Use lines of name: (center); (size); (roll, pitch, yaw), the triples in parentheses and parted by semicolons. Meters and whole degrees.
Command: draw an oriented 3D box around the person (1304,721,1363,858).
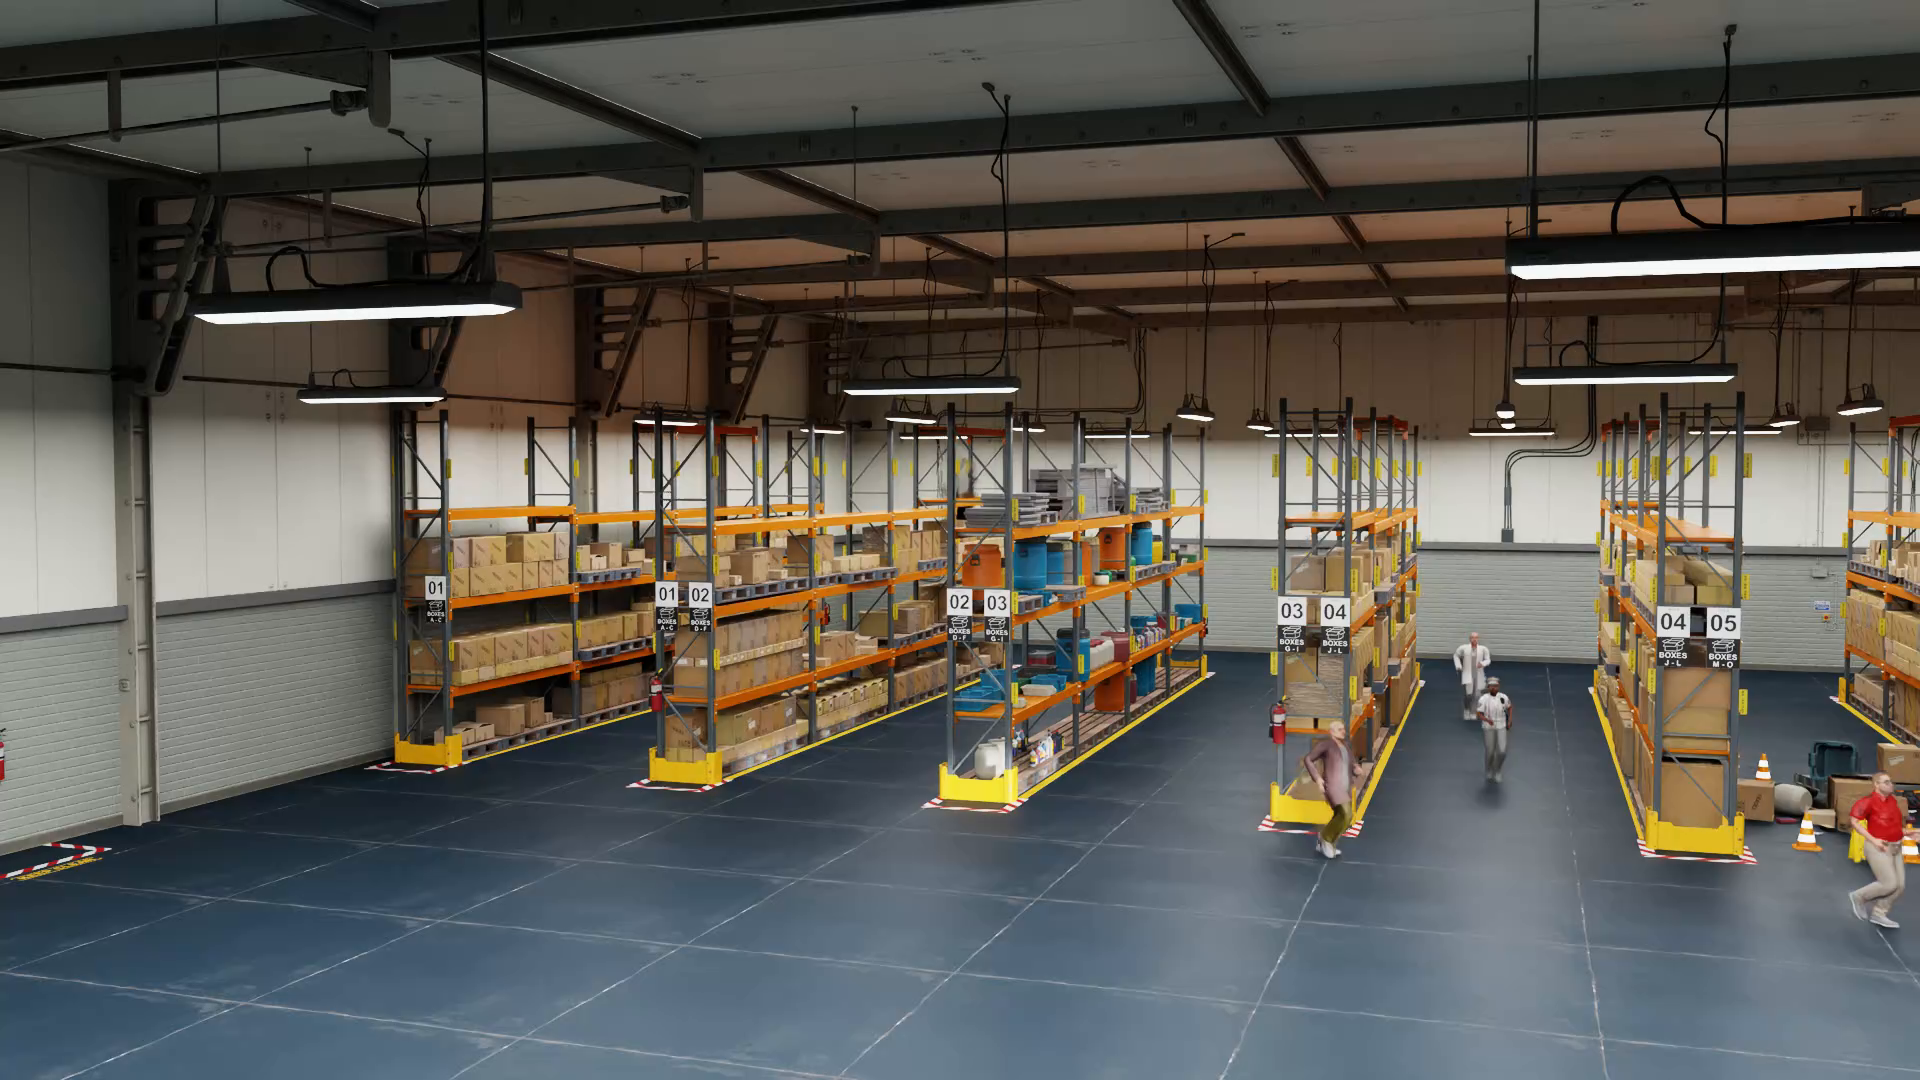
person: (4.859, 3.243, 21.319); (0.684, 1.661, 0.710); (-2, 3, -40)

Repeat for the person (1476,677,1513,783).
person: (8.553, 3.030, 26.579); (0.581, 1.694, 0.656); (1, 3, 12)

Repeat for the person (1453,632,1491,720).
person: (10.155, 2.751, 32.928); (0.680, 1.658, 0.715); (0, 2, 8)

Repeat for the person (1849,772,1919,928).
person: (10.082, 3.379, 18.129); (0.658, 1.676, 0.617); (-1, 3, -27)
